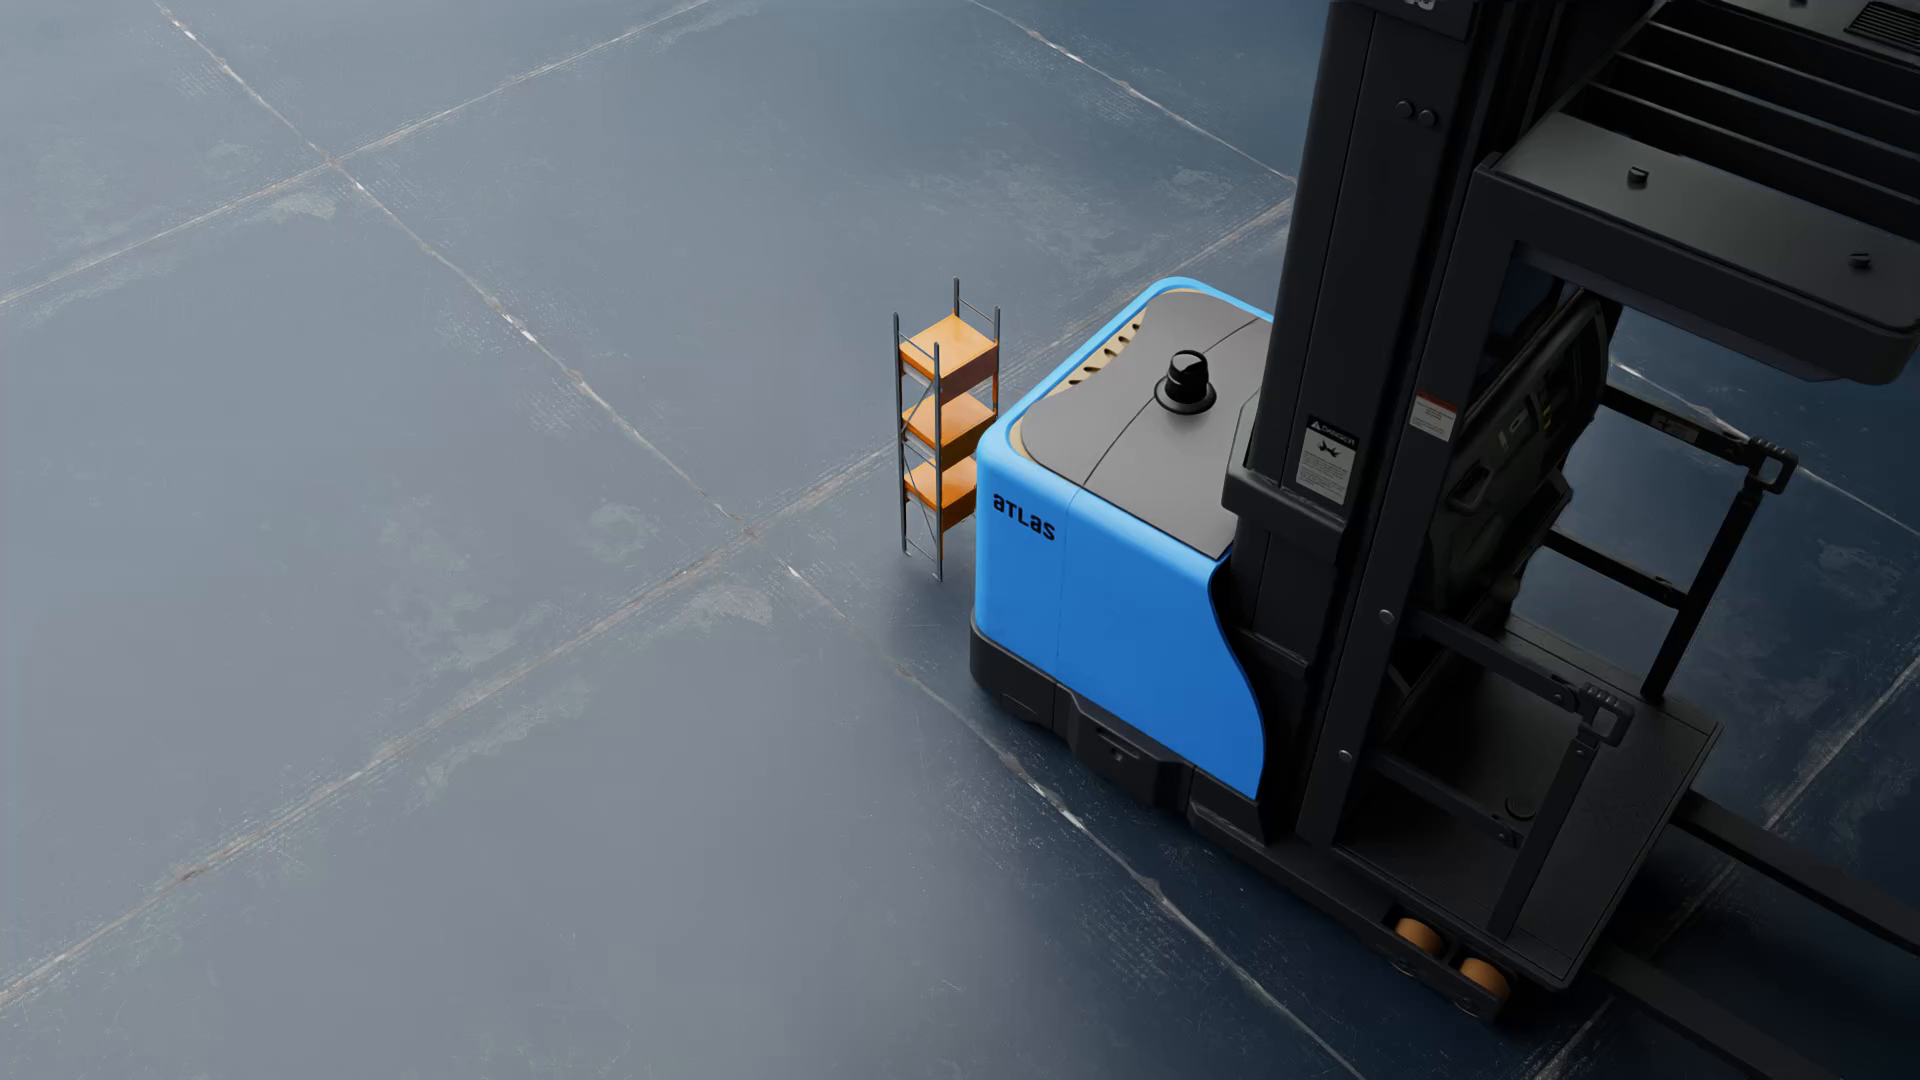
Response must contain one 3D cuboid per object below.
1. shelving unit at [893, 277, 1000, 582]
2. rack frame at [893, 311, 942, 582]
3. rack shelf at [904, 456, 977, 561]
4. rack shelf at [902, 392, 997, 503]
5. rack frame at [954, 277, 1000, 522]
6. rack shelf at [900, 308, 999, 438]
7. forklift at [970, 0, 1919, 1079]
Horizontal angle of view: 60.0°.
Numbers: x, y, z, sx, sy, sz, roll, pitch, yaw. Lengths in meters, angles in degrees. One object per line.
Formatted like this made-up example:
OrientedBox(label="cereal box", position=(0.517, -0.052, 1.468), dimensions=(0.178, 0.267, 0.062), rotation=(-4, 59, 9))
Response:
OrientedBox(label="shelving unit", position=(-0.040, -0.330, 5.340), dimensions=(0.252, 1.050, 0.215), rotation=(-34, 56, -27))
OrientedBox(label="rack frame", position=(-0.130, -0.269, 5.284), dimensions=(0.008, 1.050, 0.200), rotation=(-34, 56, -27))
OrientedBox(label="rack shelf", position=(-0.040, -0.134, 5.552), dimensions=(0.240, 0.259, 0.215), rotation=(-34, 56, -27))
OrientedBox(label="rack shelf", position=(-0.040, -0.322, 5.348), dimensions=(0.240, 0.259, 0.215), rotation=(-34, 56, -27))
OrientedBox(label="rack frame", position=(0.051, -0.390, 5.395), dimensions=(0.008, 1.050, 0.200), rotation=(-34, 56, -27))
OrientedBox(label="rack shelf", position=(-0.040, -0.515, 5.139), dimensions=(0.240, 0.259, 0.215), rotation=(-34, 56, -27))
OrientedBox(label="forklift", position=(1.498, -0.138, 3.883), dimensions=(3.031, 2.935, 1.130), rotation=(30, 54, 25))
